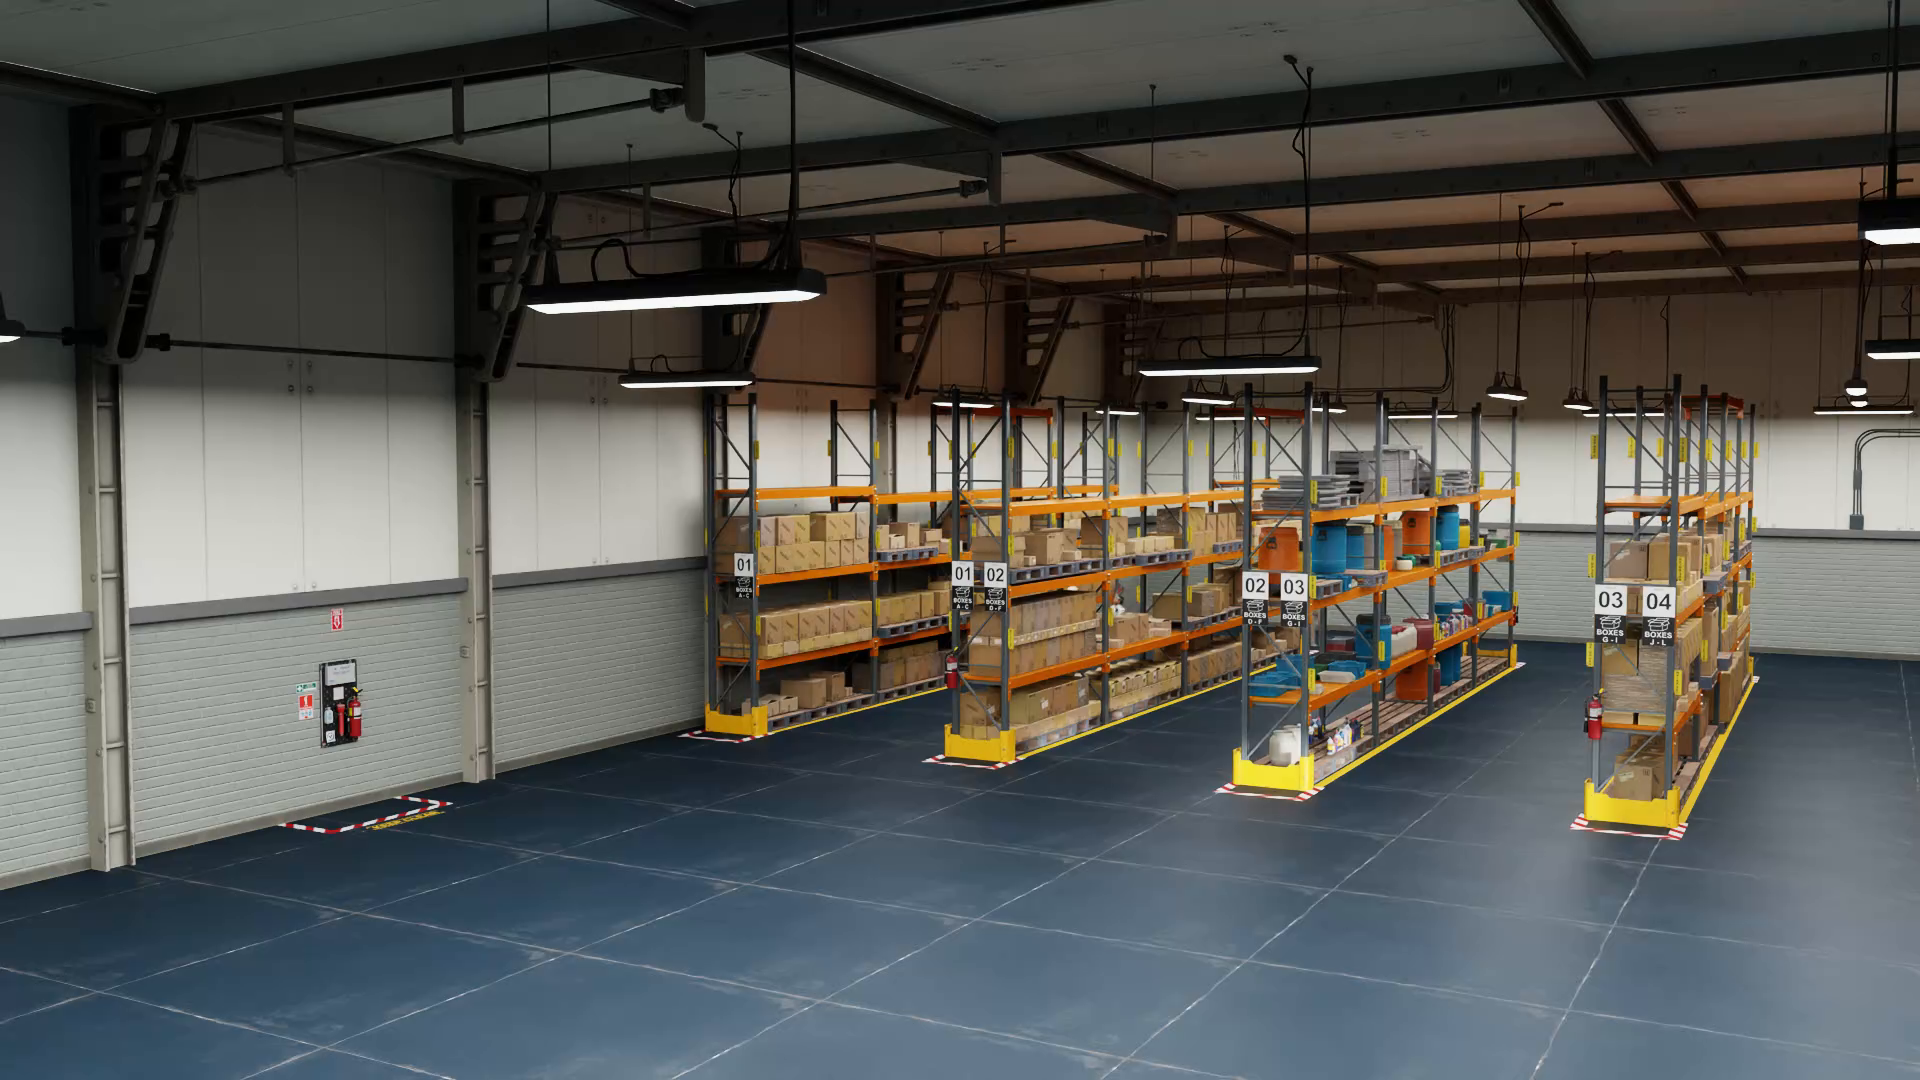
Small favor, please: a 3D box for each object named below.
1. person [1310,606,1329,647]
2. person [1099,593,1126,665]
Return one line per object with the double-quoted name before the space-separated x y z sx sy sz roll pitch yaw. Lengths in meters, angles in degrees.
"person" 9.111 1.864 42.295 0.560 1.736 0.389 1 3 13
"person" 3.470 2.002 37.492 0.507 1.638 0.973 2 4 35
